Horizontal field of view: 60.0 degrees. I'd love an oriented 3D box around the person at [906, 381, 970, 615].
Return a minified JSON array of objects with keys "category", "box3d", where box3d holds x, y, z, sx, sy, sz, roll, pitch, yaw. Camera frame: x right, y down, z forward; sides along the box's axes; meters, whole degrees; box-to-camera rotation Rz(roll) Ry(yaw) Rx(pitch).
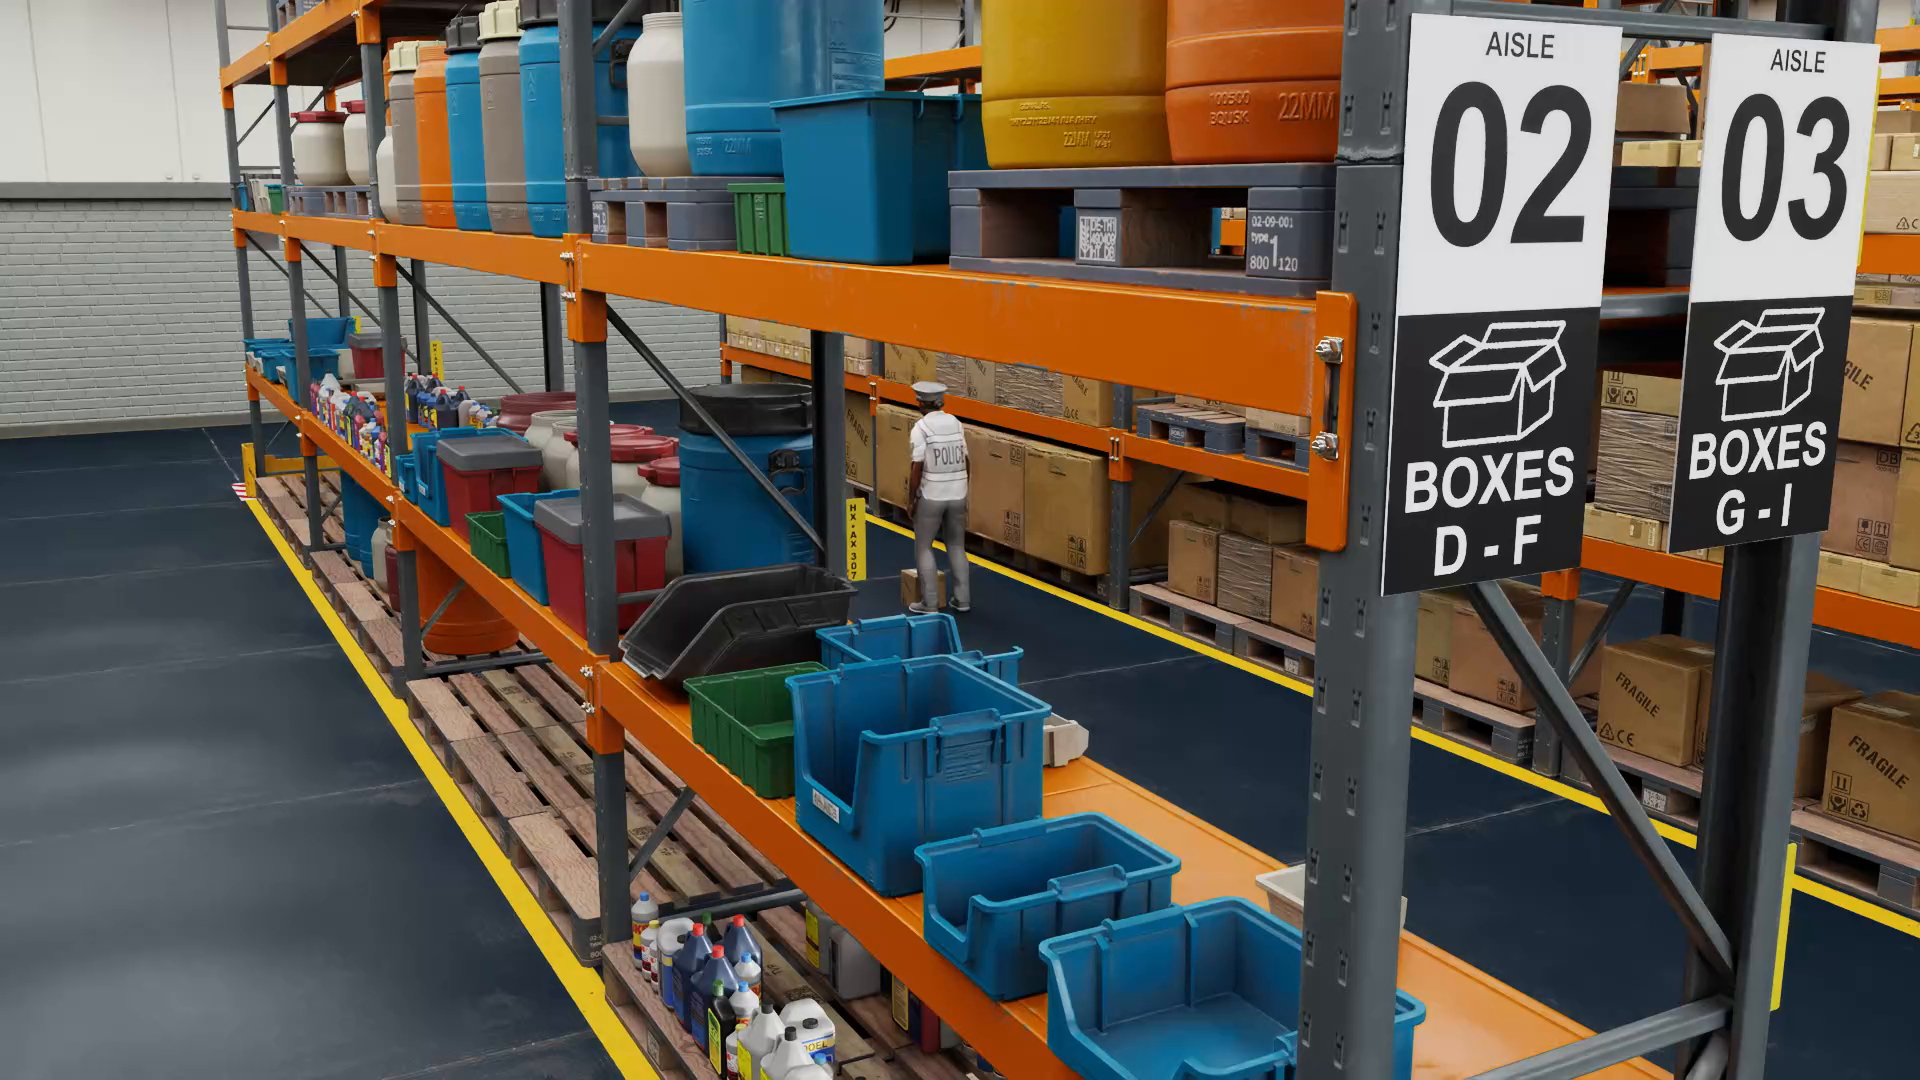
[{"category":"person","box3d":[-0.146,-0.291,11.853,0.527,1.658,0.397,-7,14,-31]}]
